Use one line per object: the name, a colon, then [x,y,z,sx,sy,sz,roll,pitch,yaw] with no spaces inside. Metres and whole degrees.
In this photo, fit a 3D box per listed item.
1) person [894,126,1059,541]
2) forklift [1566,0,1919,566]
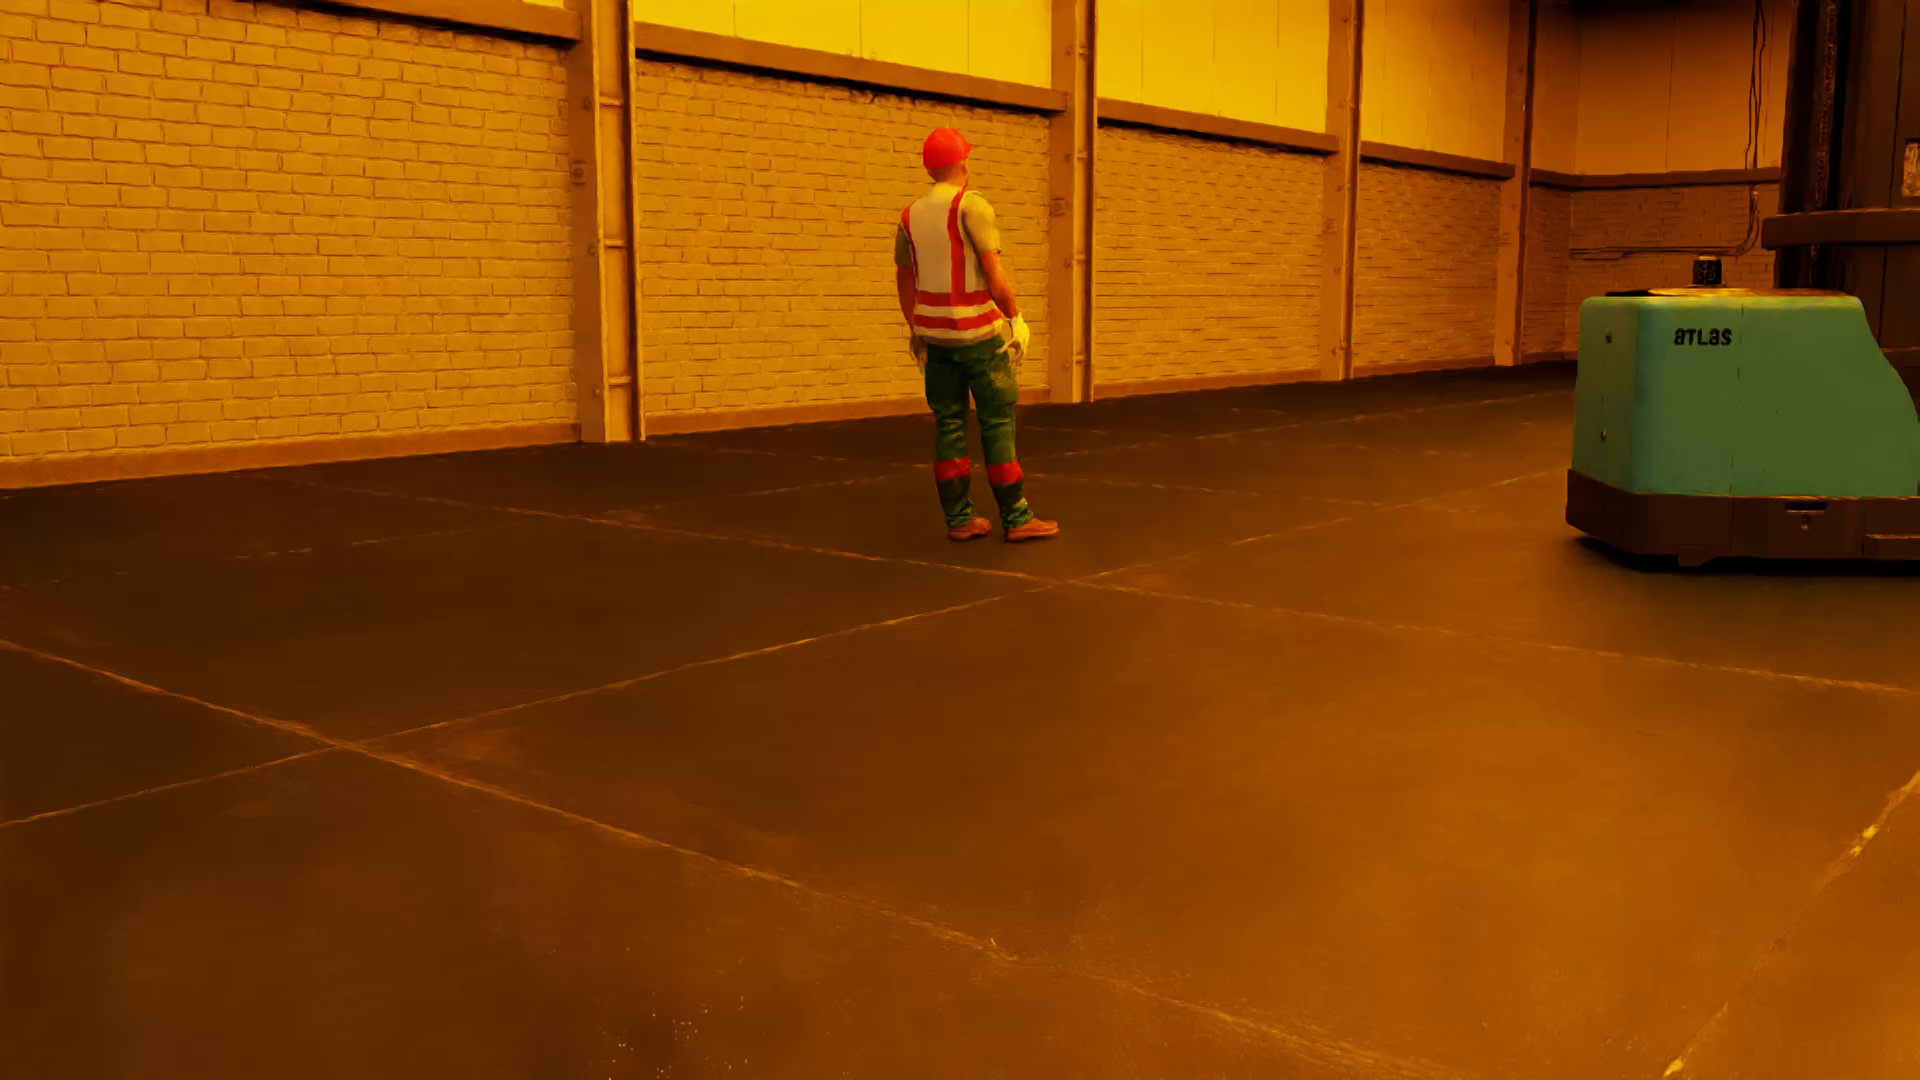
person: [0.059,-0.900,7.329,0.637,1.787,0.563,7,11,38]
forklift: [4.179,-1.375,6.677,3.031,2.935,1.130,1,8,6]
